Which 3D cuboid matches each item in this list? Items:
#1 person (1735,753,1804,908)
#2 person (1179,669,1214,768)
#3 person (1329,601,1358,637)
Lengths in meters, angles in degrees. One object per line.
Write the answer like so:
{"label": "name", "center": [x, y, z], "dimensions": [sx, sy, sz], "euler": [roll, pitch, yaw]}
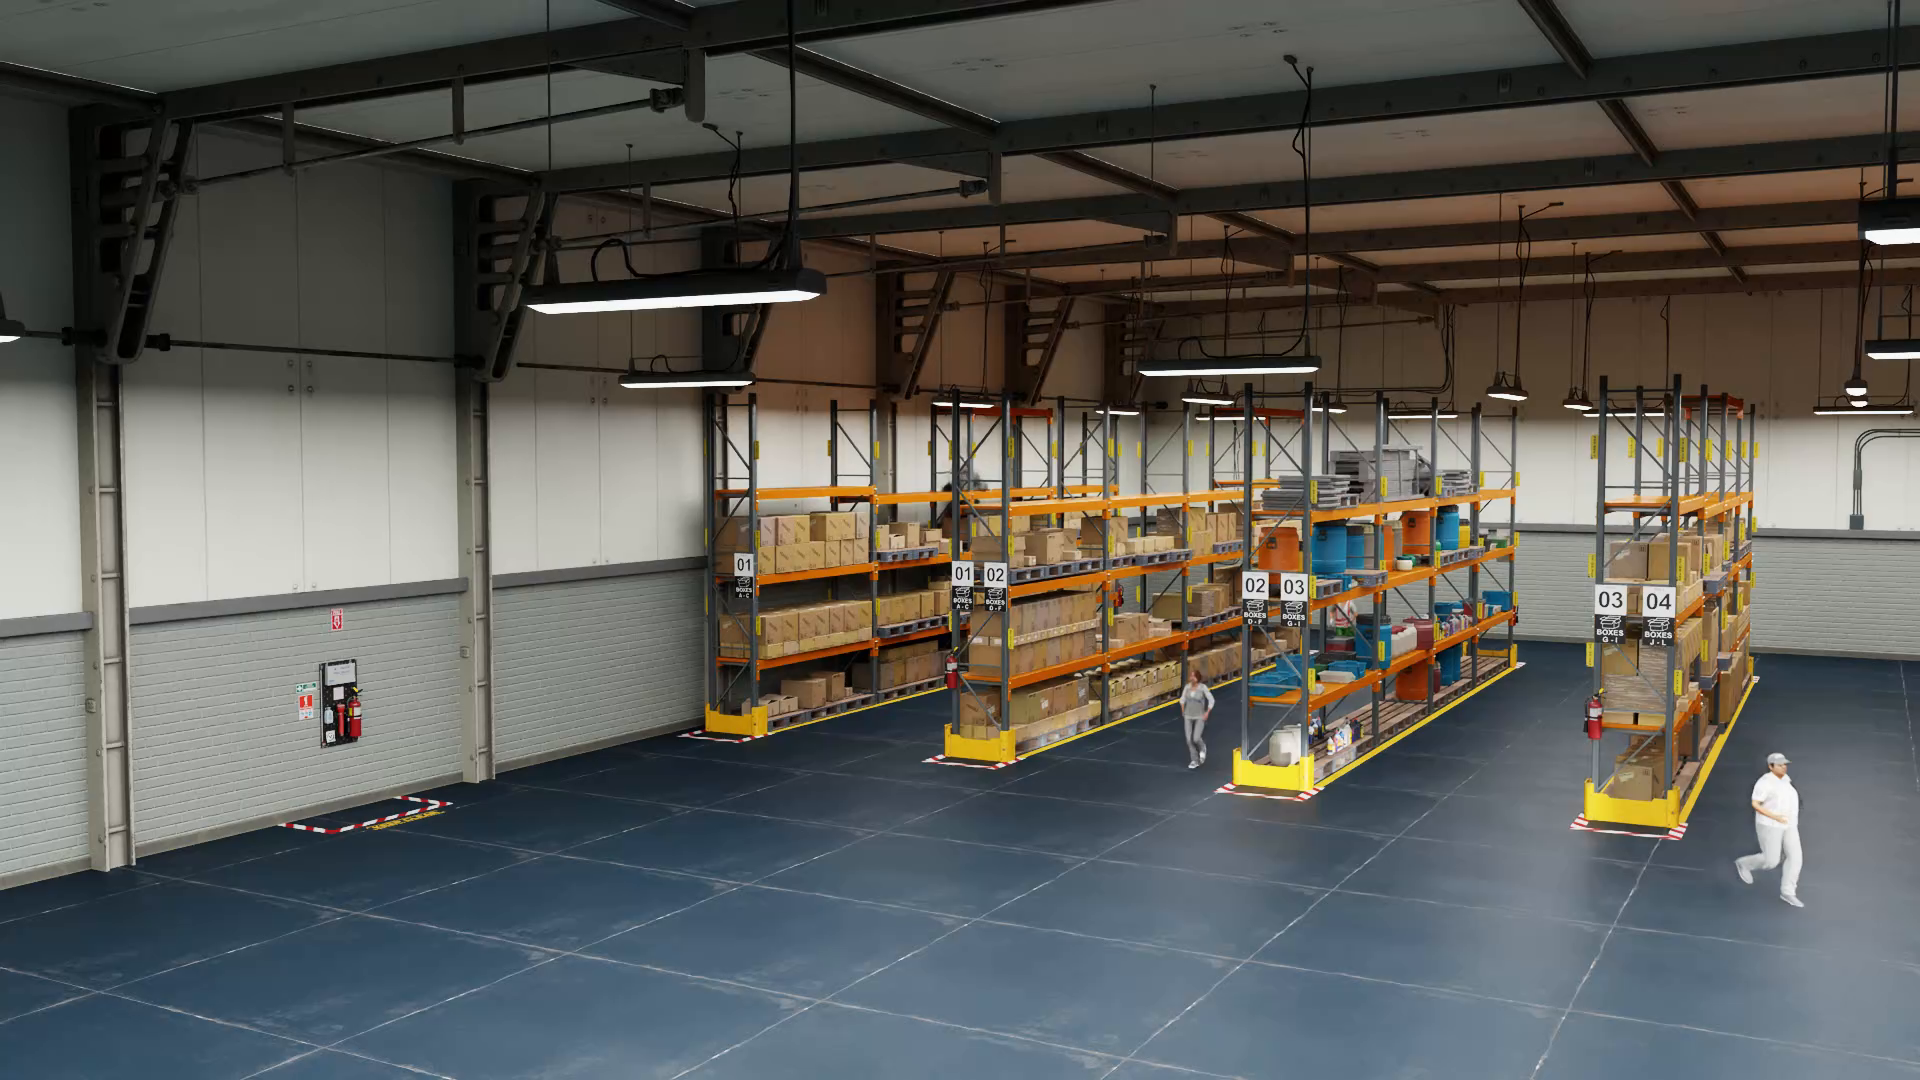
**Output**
{"label": "person", "center": [9.075, 3.195, 18.543], "dimensions": [0.615, 1.663, 0.823], "euler": [-1, 3, -22]}
{"label": "person", "center": [3.680, 2.808, 26.095], "dimensions": [0.540, 1.557, 0.536], "euler": [2, 4, 29]}
{"label": "person", "center": [8.901, 2.034, 38.626], "dimensions": [0.674, 1.777, 0.805], "euler": [1, 3, 21]}
